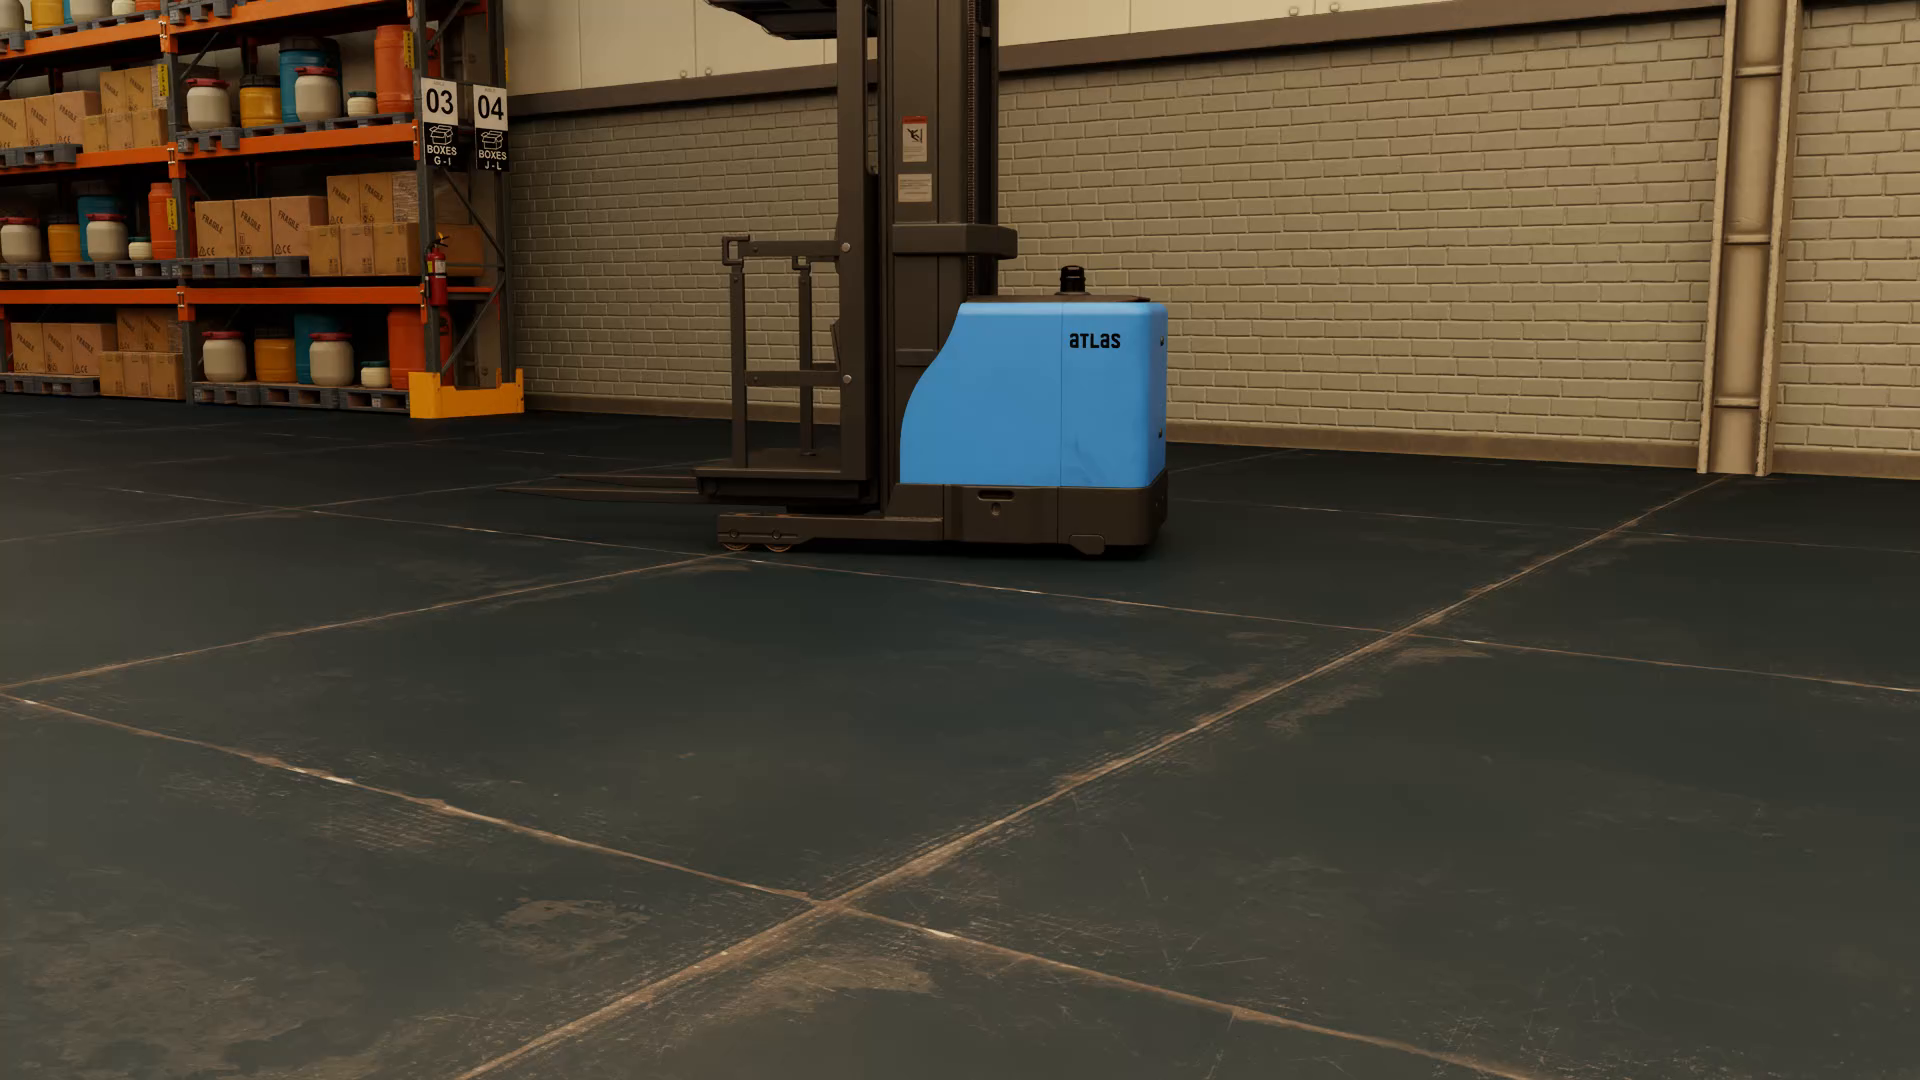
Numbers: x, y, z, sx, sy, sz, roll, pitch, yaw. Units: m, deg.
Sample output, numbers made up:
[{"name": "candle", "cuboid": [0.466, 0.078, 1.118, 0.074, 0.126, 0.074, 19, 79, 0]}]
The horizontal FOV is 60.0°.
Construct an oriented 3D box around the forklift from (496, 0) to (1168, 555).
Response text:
[{"name": "forklift", "cuboid": [-0.596, -1.469, 7.520, 3.031, 2.935, 1.130, 2, 8, 12]}]
